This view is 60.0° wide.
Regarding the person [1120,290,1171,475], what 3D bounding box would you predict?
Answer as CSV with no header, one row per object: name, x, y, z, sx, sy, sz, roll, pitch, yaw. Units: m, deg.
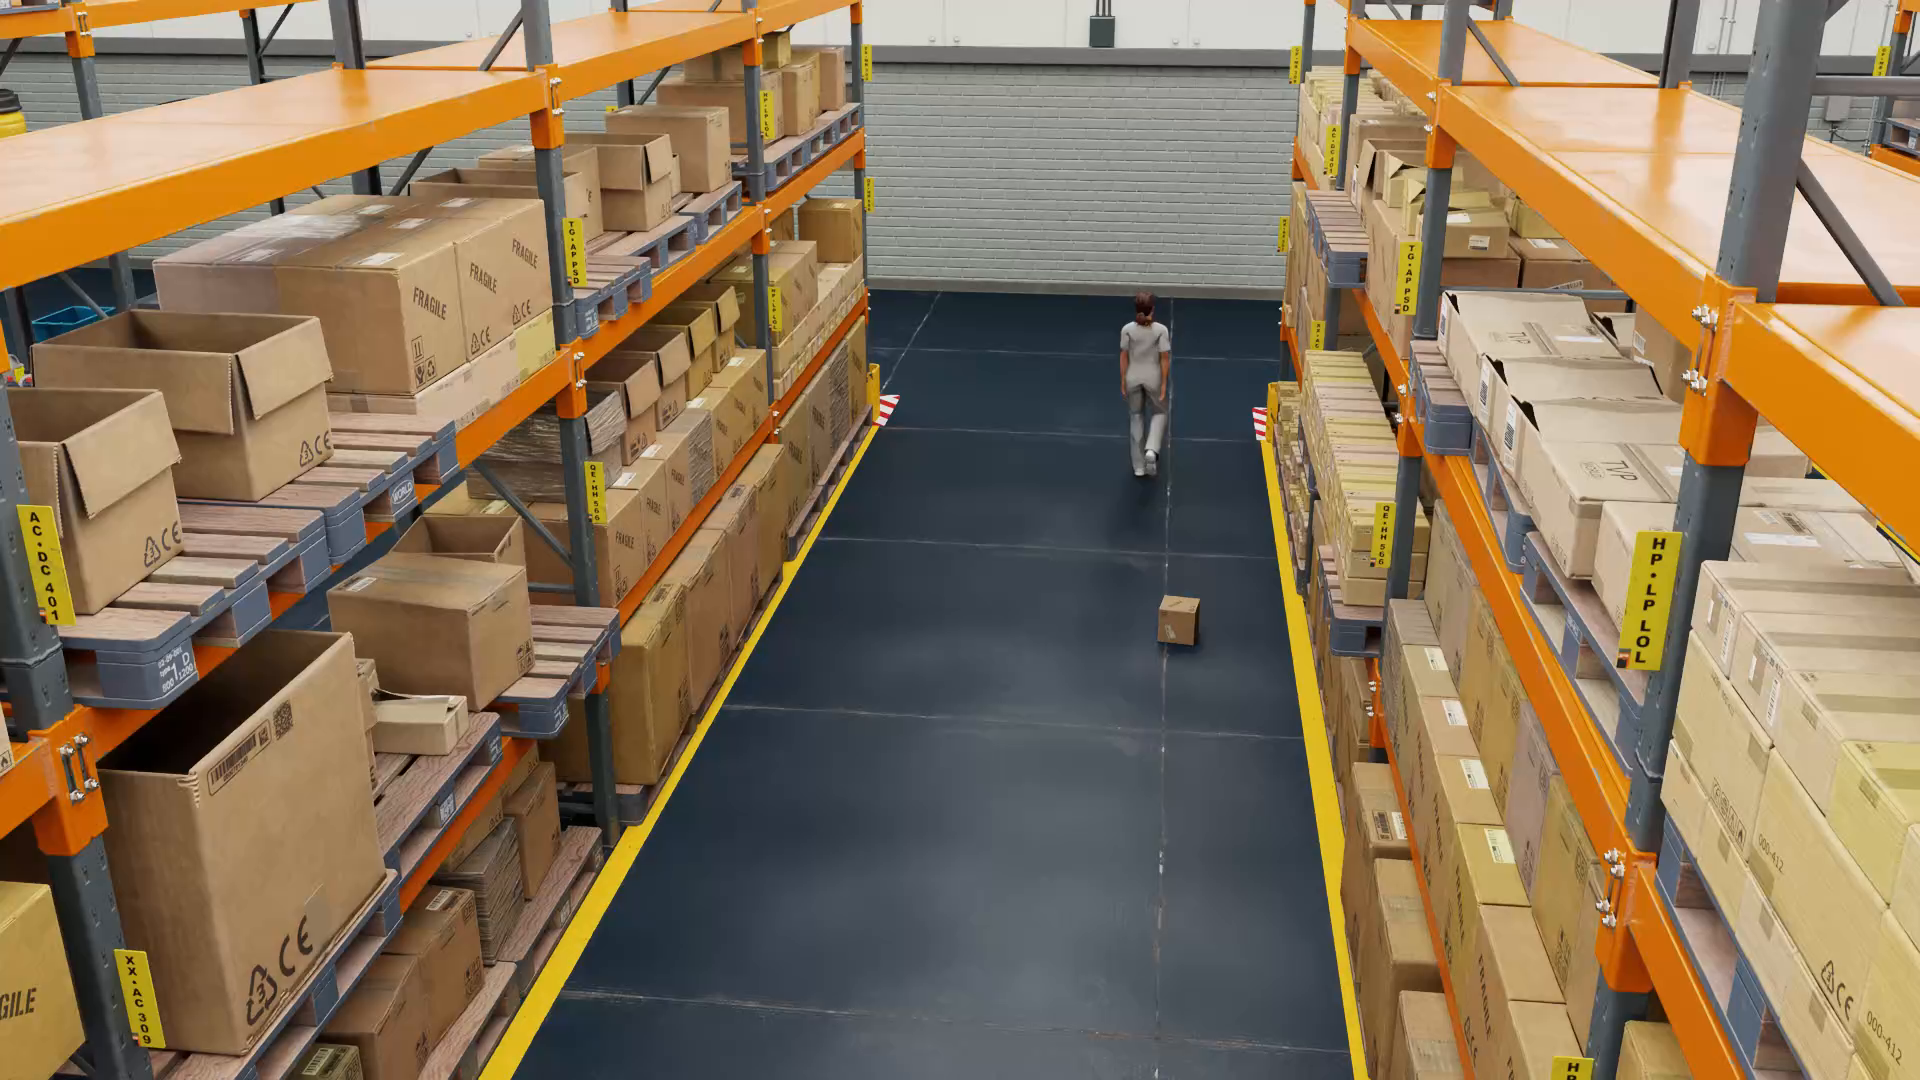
person,1.612,-1.360,14.553,0.443,1.642,0.480,5,22,11
